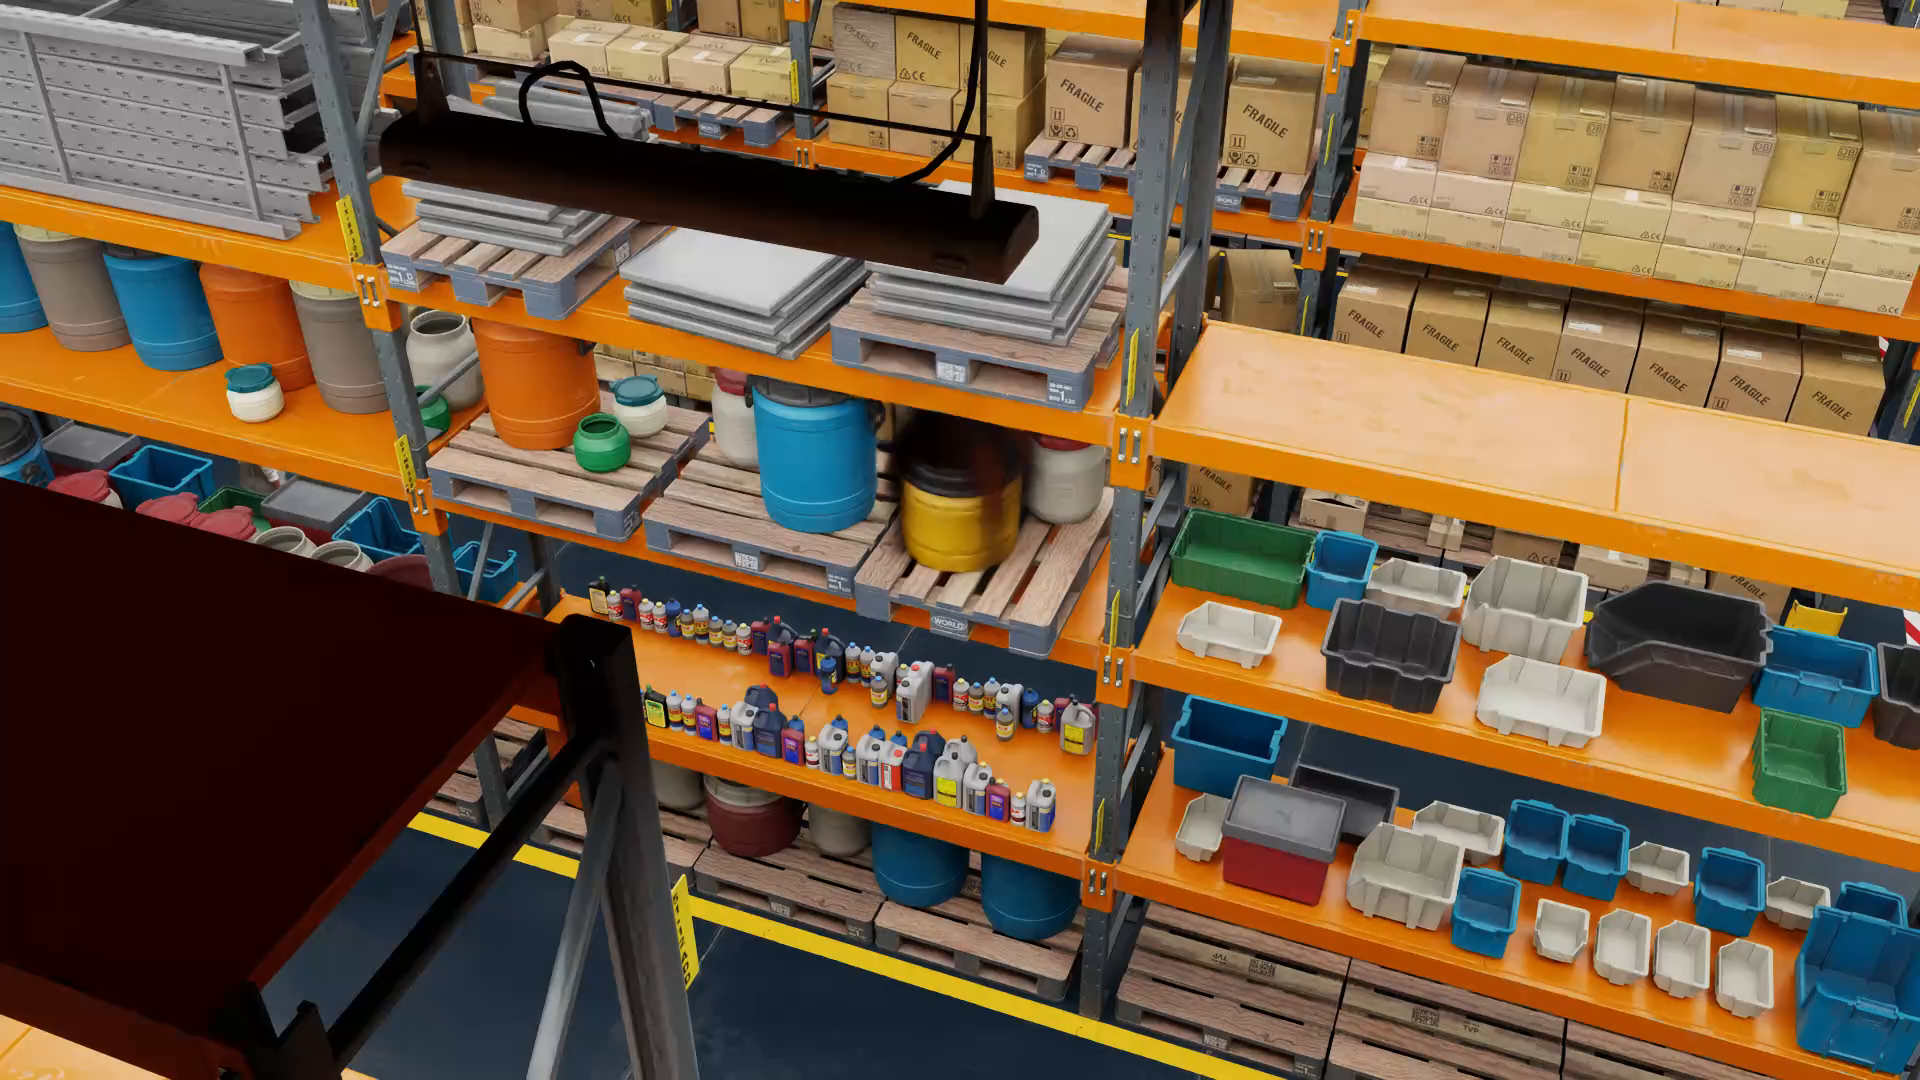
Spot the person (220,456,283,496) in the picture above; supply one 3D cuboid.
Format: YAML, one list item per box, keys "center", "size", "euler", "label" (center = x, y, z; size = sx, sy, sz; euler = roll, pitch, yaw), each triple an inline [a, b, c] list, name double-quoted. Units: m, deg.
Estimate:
- center: [-5.316, -0.401, 12.601]
  size: [0.485, 1.599, 0.375]
  euler: [5, 37, 6]
  label: "person"
